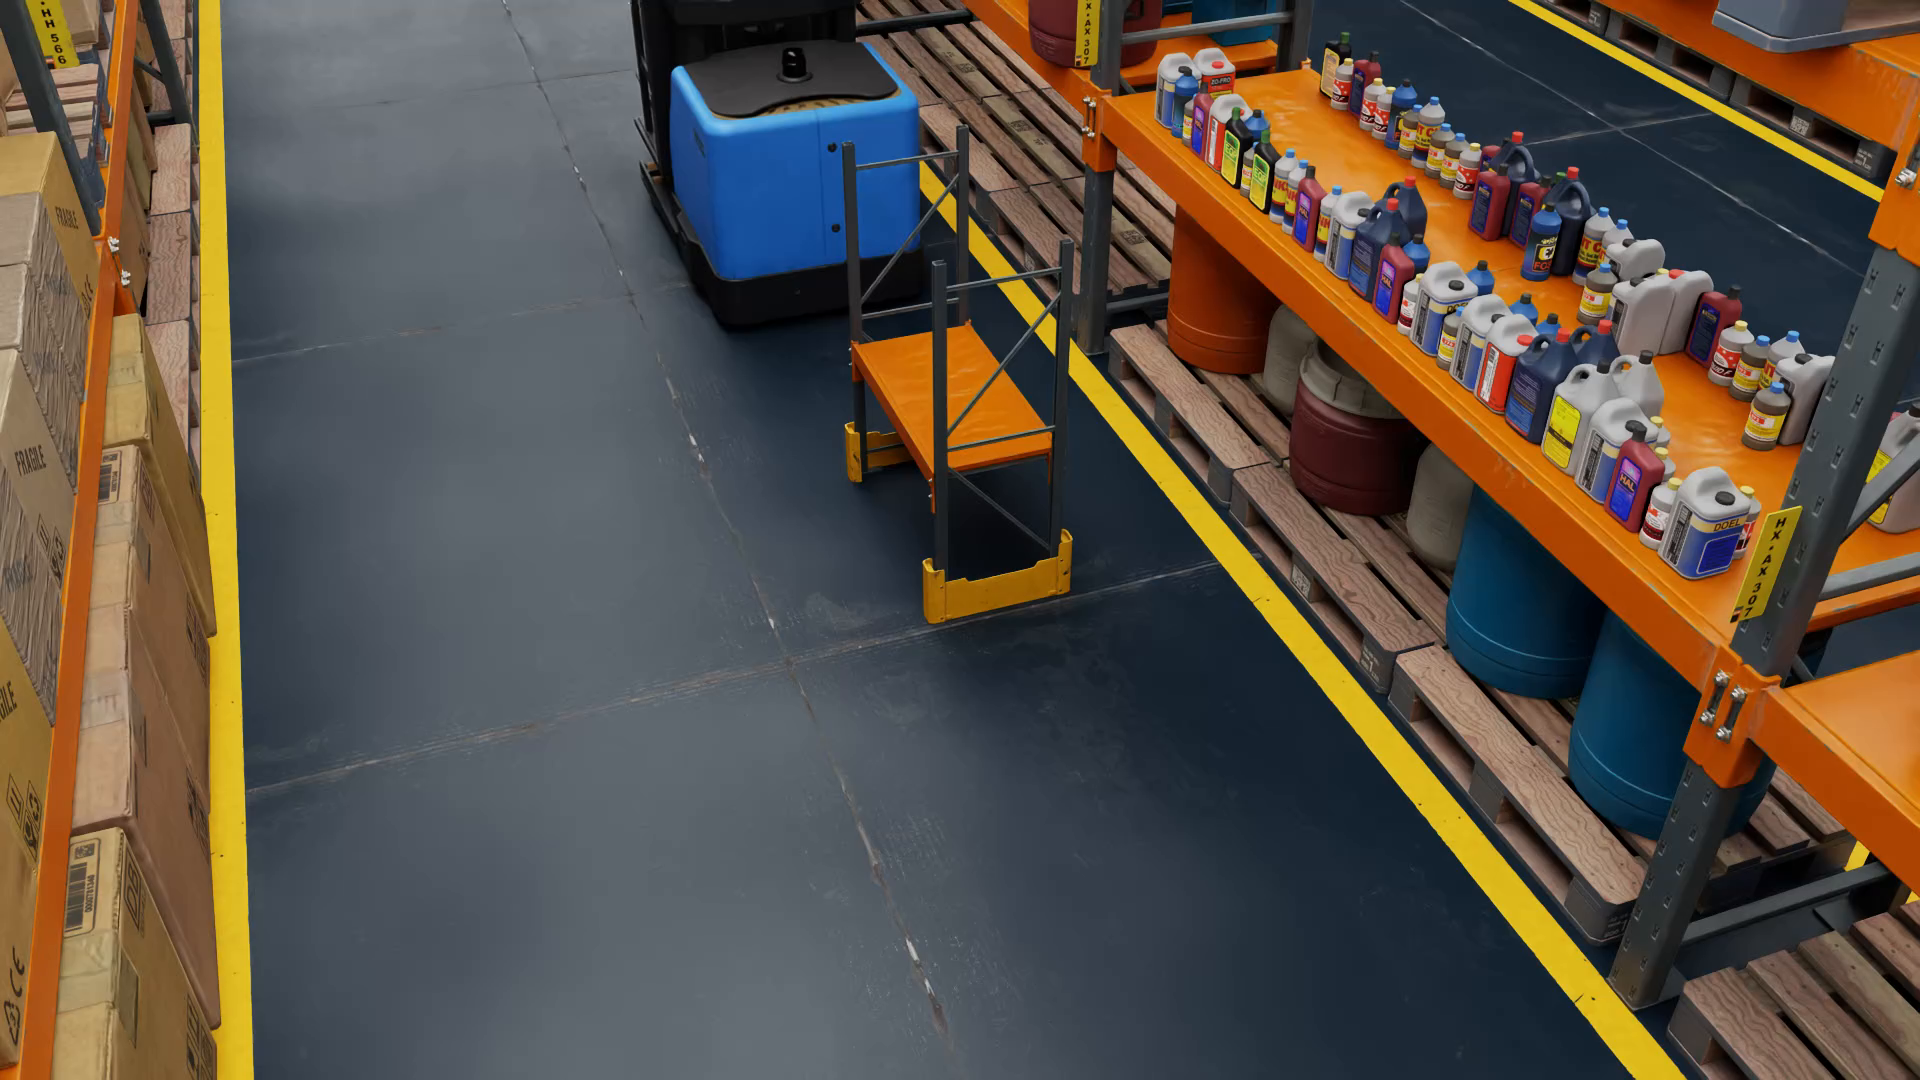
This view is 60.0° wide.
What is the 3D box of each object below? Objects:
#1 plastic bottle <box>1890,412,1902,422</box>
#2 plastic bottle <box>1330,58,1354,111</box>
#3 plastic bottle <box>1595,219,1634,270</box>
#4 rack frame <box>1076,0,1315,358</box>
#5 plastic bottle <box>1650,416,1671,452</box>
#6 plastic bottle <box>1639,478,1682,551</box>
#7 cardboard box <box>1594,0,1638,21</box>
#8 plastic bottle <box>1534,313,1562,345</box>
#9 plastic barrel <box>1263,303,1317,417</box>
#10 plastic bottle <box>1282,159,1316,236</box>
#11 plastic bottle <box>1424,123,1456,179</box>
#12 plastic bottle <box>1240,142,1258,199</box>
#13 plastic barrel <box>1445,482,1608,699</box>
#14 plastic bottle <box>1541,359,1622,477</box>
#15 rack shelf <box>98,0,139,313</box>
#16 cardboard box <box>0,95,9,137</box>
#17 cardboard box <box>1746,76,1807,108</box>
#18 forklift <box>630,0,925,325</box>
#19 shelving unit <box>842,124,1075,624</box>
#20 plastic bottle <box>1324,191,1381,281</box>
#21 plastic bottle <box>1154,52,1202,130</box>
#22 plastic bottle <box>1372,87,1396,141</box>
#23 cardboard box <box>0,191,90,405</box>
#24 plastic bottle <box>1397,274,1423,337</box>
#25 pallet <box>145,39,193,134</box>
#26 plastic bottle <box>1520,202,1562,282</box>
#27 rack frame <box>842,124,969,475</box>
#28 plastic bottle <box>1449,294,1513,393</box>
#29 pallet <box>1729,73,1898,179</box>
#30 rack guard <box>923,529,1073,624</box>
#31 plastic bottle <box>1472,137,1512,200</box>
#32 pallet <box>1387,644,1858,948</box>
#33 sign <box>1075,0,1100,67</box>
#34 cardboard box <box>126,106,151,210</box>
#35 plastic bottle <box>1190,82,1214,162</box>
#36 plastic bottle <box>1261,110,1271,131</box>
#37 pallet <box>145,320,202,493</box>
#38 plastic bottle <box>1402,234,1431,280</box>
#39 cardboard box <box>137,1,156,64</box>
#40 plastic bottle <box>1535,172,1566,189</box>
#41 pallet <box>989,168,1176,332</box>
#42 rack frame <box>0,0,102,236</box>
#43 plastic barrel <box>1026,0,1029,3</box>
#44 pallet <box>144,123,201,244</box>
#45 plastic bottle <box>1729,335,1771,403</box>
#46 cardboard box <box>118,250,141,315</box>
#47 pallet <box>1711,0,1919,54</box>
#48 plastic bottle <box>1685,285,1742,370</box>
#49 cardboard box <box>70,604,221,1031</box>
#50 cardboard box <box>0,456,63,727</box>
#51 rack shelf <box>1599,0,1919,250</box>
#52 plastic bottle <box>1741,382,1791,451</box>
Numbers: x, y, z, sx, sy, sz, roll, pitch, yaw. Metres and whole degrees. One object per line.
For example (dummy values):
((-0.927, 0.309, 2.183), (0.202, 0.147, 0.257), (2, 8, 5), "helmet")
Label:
((2.655, -0.265, 4.706), (0.061, 0.283, 0.133), (-12, 39, -16), "plastic bottle")
((1.613, -1.912, 6.961), (0.097, 0.201, 0.097), (0, 37, 0), "plastic bottle")
((2.213, -0.955, 5.632), (0.097, 0.271, 0.097), (0, 37, 0), "plastic bottle")
((1.050, -2.201, 7.179), (1.000, 3.000, 0.127), (-12, 39, -16), "rack frame")
((1.973, -0.260, 4.767), (0.097, 0.201, 0.097), (0, 37, 0), "plastic bottle")
((1.922, -0.077, 4.525), (0.097, 0.201, 0.097), (0, 37, 0), "plastic bottle")
((4.588, -3.693, 11.096), (0.500, 0.250, 0.500), (-14, 39, -17), "cardboard box")
((1.799, -0.573, 5.125), (0.097, 0.271, 0.097), (0, 37, 0), "plastic bottle")
((1.513, -0.801, 7.040), (0.421, 0.512, 0.421), (0, 37, 0), "plastic barrel")
((1.228, -1.245, 6.016), (0.097, 0.271, 0.097), (0, 37, 0), "plastic bottle")
((1.860, -1.507, 6.423), (0.097, 0.201, 0.097), (0, 37, 0), "plastic bottle")
((1.115, -1.402, 6.283), (0.097, 0.201, 0.097), (0, 37, 0), "plastic bottle")
((2.012, 0.018, 5.627), (0.600, 0.901, 0.708), (-12, 39, -16), "plastic barrel")
((1.803, -0.373, 4.793), (0.144, 0.351, 0.185), (-12, 39, -16), "plastic bottle")
((-4.288, -2.018, 7.534), (1.077, 0.370, 4.000), (-12, 39, -16), "rack shelf")
((-3.823, -1.680, 6.055), (0.500, 0.500, 0.500), (-17, 40, -21), "cardboard box")
((5.112, -2.831, 9.951), (0.500, 0.250, 0.500), (-13, 39, -16), "cardboard box")
((-1.154, -3.093, 8.420), (1.130, 2.935, 3.031), (-12, 39, -16), "forklift")
((-0.026, -0.642, 6.356), (0.587, 1.500, 1.083), (-12, 39, -16), "shelving unit")
((1.373, -1.056, 5.762), (0.152, 0.276, 0.135), (-12, 39, -16), "plastic bottle")
((0.896, -1.840, 6.802), (0.152, 0.276, 0.135), (-12, 39, -16), "plastic bottle")
((1.726, -1.727, 6.715), (0.097, 0.201, 0.097), (0, 37, 0), "plastic bottle")
((-3.031, -0.705, 5.110), (0.500, 0.500, 0.500), (-13, 39, -16), "cardboard box")
((1.497, -0.776, 5.452), (0.097, 0.201, 0.097), (0, 37, 0), "plastic bottle")
((-5.241, -2.693, 10.150), (1.003, 0.211, 1.213), (-12, 39, -16), "pallet")
((2.010, -1.035, 5.738), (0.097, 0.271, 0.097), (0, 37, 0), "plastic bottle")
((-0.204, -0.934, 6.744), (0.500, 1.500, 0.032), (-12, 39, -16), "rack frame")
((1.642, -0.615, 5.176), (0.152, 0.276, 0.135), (-12, 39, -16), "plastic bottle")
((5.456, -2.583, 10.004), (1.003, 0.211, 1.213), (-12, 39, -16), "pallet")
((0.145, 0.138, 6.358), (0.587, 0.250, 0.087), (-12, 39, -16), "rack guard")
((1.984, -1.368, 6.170), (0.061, 0.283, 0.133), (-12, 39, -16), "plastic bottle")
((2.201, 0.728, 5.608), (1.003, 0.211, 1.213), (-12, 39, -16), "pallet")
((0.536, -2.148, 6.973), (0.100, 0.325, 0.005), (-12, 39, -16), "sign")
((-4.639, -1.988, 8.607), (0.700, 0.500, 0.500), (-13, 39, -16), "cardboard box")
((0.966, -1.648, 6.541), (0.061, 0.283, 0.133), (-12, 39, -16), "plastic bottle")
((1.166, -1.585, 6.526), (0.097, 0.201, 0.097), (0, 37, 0), "plastic bottle")
((-3.868, -0.503, 7.243), (1.003, 0.211, 1.213), (-12, 39, -16), "pallet")
((1.508, -0.891, 5.547), (0.097, 0.271, 0.097), (0, 37, 0), "plastic bottle")
((-5.281, -3.160, 10.181), (0.500, 0.500, 0.500), (-1, 37, -1), "cardboard box")
((2.093, -1.188, 5.932), (0.061, 0.283, 0.133), (-12, 39, -16), "plastic bottle")
((0.820, -1.533, 8.609), (1.003, 0.211, 1.213), (-12, 39, -16), "pallet")
((-3.600, -1.175, 5.817), (1.000, 3.000, 0.127), (-12, 39, -16), "rack frame")
((0.496, -2.782, 7.858), (0.421, 0.512, 0.421), (0, 37, 0), "plastic barrel")
((-4.707, -1.882, 9.073), (1.003, 0.211, 1.213), (-12, 39, -16), "pallet")
((2.452, -0.535, 5.132), (0.097, 0.201, 0.097), (0, 37, 0), "plastic bottle")
((-4.052, -1.038, 7.346), (0.700, 0.500, 0.500), (-16, 40, -20), "cardboard box")
((2.065, -1.486, 3.894), (1.213, 0.211, 1.003), (-12, 39, -16), "pallet")
((2.396, -0.692, 5.272), (0.061, 0.283, 0.133), (-12, 39, -16), "plastic bottle")
((-2.771, 0.903, 4.475), (1.225, 0.875, 0.875), (-14, 39, -18), "cardboard box")
((-2.493, 0.166, 3.953), (0.500, 0.500, 0.500), (-13, 39, -17), "cardboard box")
((1.739, -1.982, 4.993), (1.077, 0.370, 4.000), (-12, 39, -16), "rack shelf")
((2.389, -0.372, 4.916), (0.097, 0.201, 0.097), (0, 37, 0), "plastic bottle")
